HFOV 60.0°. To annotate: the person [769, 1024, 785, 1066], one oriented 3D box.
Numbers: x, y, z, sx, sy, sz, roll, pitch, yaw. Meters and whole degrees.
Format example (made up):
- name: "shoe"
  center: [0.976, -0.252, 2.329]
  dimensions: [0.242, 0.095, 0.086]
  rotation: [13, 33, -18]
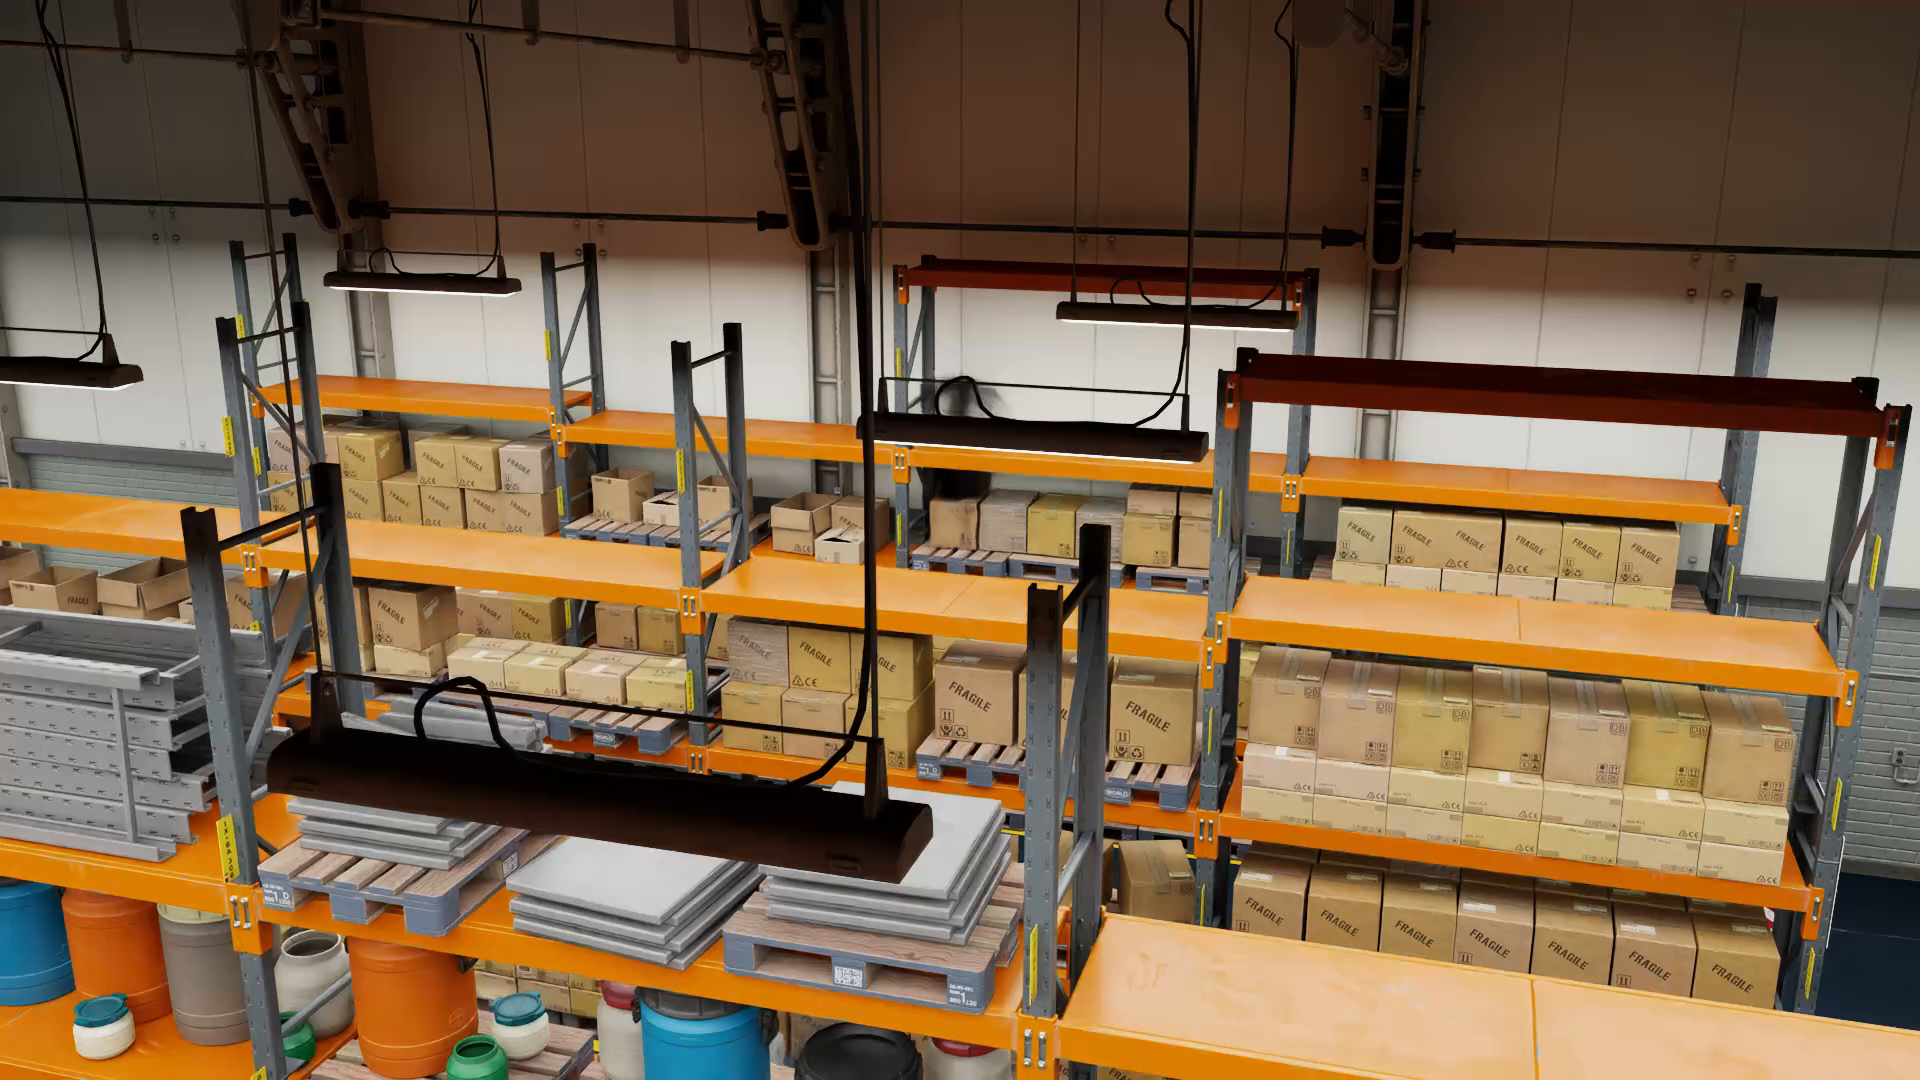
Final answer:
- name: "person"
  center: [-1.290, 4.067, 11.762]
  dimensions: [0.886, 1.615, 0.559]
  rotation: [5, 17, 16]
